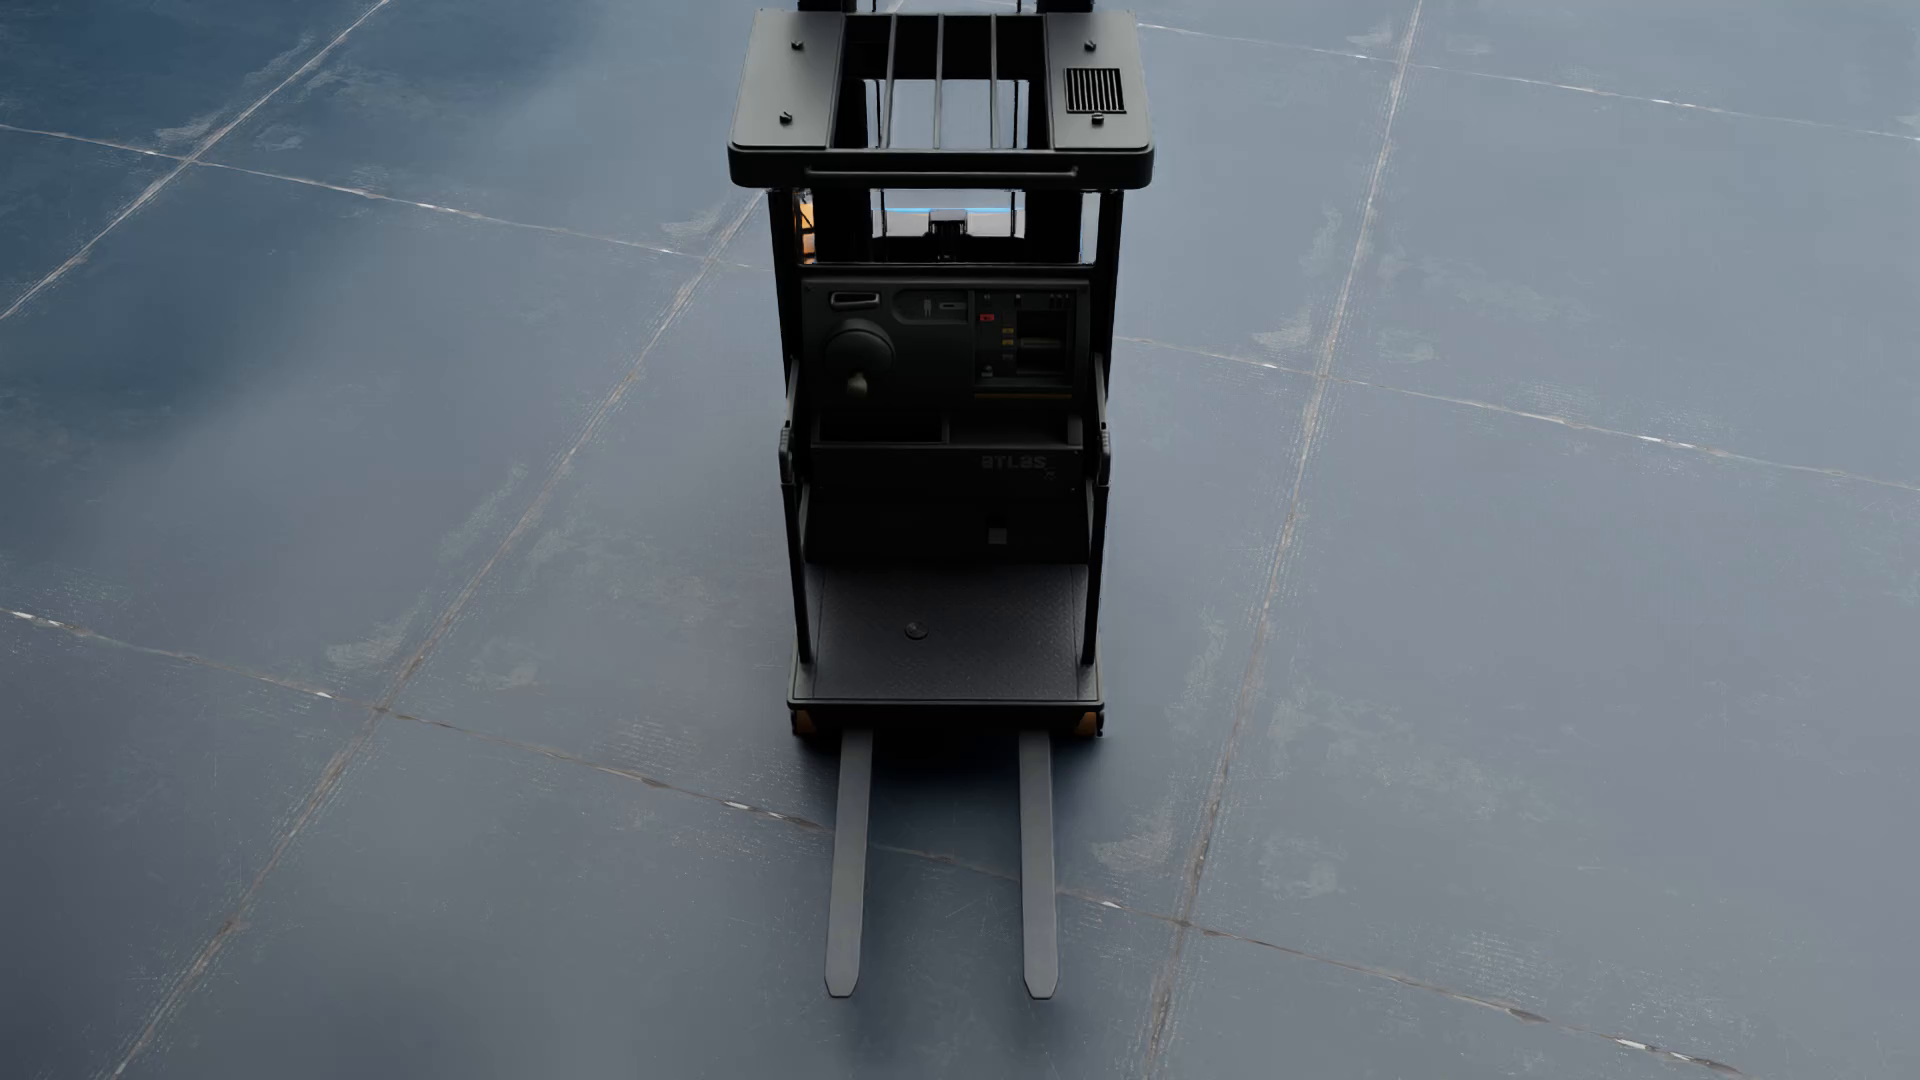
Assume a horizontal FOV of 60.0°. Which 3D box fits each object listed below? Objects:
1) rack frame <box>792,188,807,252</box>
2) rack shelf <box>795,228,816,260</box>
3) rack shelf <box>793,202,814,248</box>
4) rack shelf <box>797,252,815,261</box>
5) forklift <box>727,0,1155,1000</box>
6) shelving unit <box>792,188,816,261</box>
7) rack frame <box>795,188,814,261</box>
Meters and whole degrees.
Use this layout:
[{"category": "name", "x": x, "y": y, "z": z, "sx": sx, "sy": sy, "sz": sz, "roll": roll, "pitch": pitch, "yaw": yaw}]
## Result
[{"category": "rack frame", "x": -0.570, "y": -1.131, "z": 7.047, "sx": 0.240, "sy": 1.200, "sz": 0.006, "roll": -9, "pitch": 45, "yaw": -9}, {"category": "rack shelf", "x": -0.550, "y": -1.208, "z": 6.847, "sx": 0.258, "sy": 0.103, "sz": 0.180, "roll": -9, "pitch": 45, "yaw": -9}, {"category": "rack shelf", "x": -0.550, "y": -1.294, "z": 6.763, "sx": 0.258, "sy": 0.103, "sz": 0.180, "roll": -9, "pitch": 45, "yaw": -9}, {"category": "rack shelf", "x": -0.550, "y": -1.122, "z": 6.931, "sx": 0.258, "sy": 0.103, "sz": 0.180, "roll": -9, "pitch": 45, "yaw": -9}, {"category": "forklift", "x": -0.045, "y": -0.565, "z": 5.232, "sx": 1.130, "sy": 2.935, "sz": 3.031, "roll": 0, "pitch": 44, "yaw": 0}, {"category": "shelving unit", "x": -0.550, "y": -1.068, "z": 6.984, "sx": 0.258, "sy": 1.200, "sz": 0.189, "roll": -9, "pitch": 45, "yaw": -9}, {"category": "rack frame", "x": -0.530, "y": -1.006, "z": 6.920, "sx": 0.240, "sy": 1.200, "sz": 0.006, "roll": -9, "pitch": 45, "yaw": -9}]
